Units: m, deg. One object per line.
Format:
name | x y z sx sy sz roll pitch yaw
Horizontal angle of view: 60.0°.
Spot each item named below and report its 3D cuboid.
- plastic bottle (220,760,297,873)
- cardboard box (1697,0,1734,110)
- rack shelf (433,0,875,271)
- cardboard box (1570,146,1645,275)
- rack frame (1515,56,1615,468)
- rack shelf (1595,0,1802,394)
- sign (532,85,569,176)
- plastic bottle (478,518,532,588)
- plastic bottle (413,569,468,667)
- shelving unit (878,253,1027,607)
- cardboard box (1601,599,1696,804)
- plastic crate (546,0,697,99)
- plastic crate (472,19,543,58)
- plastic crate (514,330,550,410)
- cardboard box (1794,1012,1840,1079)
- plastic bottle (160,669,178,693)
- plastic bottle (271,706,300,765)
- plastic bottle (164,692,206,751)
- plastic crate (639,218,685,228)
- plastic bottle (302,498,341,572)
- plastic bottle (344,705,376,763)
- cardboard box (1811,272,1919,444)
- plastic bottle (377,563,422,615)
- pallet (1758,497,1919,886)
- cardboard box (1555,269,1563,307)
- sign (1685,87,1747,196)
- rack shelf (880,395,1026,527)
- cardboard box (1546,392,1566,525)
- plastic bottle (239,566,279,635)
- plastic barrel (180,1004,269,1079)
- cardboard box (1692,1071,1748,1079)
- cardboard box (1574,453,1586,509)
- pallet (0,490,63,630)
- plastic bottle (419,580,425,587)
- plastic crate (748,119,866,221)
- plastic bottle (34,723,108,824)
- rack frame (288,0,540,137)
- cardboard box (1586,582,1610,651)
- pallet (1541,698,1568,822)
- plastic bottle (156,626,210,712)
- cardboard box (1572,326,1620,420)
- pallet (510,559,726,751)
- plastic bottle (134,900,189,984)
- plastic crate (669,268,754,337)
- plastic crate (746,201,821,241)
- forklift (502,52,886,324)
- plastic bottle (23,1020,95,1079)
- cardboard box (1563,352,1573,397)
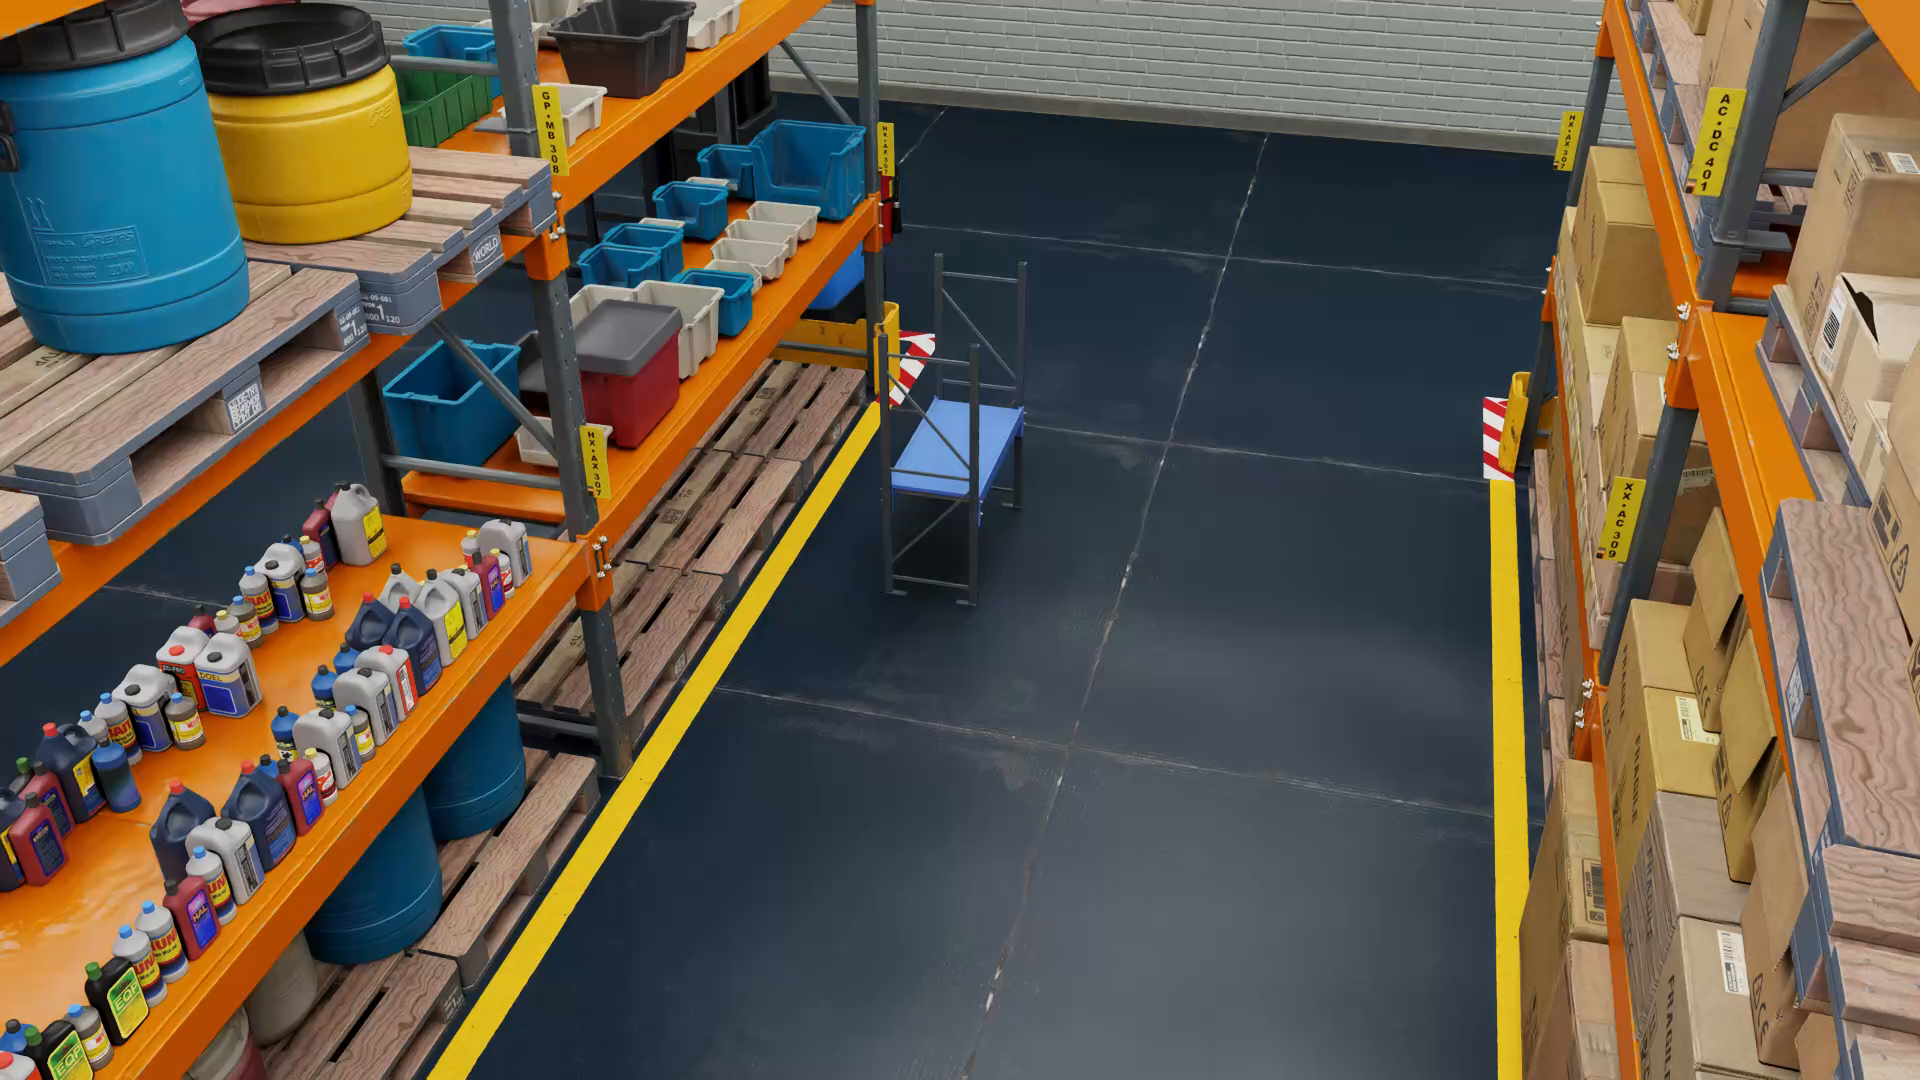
plastic bottle | -2.193 0.844 5.172 0.144 0.351 0.185 8 33 12
cardboard box | 3.076 -1.816 5.936 0.700 0.500 0.500 10 34 15
rack shelf | -1.489 -2.270 7.899 1.077 0.370 4.000 8 33 12
cardboard box | 3.300 -1.578 8.100 0.500 0.500 0.500 7 33 11
rack frame | 3.810 -1.671 9.083 1.000 3.000 0.127 8 33 12
rack shelf | 3.302 -1.595 6.838 1.077 0.370 4.000 8 33 12
sign | -1.465 -1.463 5.952 0.100 0.325 0.005 8 33 12
plastic bottle | -1.784 0.031 6.521 0.152 0.276 0.135 8 33 12
plastic bottle | -1.913 0.273 6.071 0.144 0.351 0.185 8 33 12
shelving unit | -0.022 -0.589 8.778 0.538 1.500 1.048 8 33 12
cardboard box | 2.436 0.567 5.469 0.500 0.500 0.500 8 33 13
plastic crate | -1.416 -2.088 7.064 0.497 0.269 0.590 8 33 12
plastic crate | -2.042 -2.136 7.264 0.293 0.136 0.466 8 33 12
plastic crate | -1.972 -0.796 7.907 0.437 0.125 0.590 8 33 12
cardboard box | 2.149 1.300 3.381 0.797 0.503 0.637 9 33 13
plastic bottle | -2.773 0.539 5.791 0.097 0.201 0.097 0 32 0
plastic bottle | -2.223 0.667 5.524 0.097 0.271 0.097 0 32 0
plastic bottle | -2.651 0.611 5.679 0.097 0.201 0.097 0 32 0
plastic crate | -1.696 -1.669 9.269 0.250 0.136 0.298 8 33 12
plastic bottle | -2.536 -0.019 6.593 0.061 0.283 0.133 8 33 12
plastic bottle | -2.042 0.648 5.620 0.097 0.201 0.097 0 32 0
cardboard box | 2.429 -0.444 4.048 0.500 0.311 0.500 7 33 11
plastic bottle | -2.053 0.253 6.102 0.144 0.351 0.185 8 33 12
pallet | 2.172 0.372 3.249 1.003 0.211 1.213 10 34 15
cardboard box | 3.337 -1.292 8.721 0.380 0.149 0.250 8 33 12
sign | 2.257 -1.188 4.970 0.100 0.325 0.005 8 33 12
rack shelf | -0.022 -0.437 8.875 0.538 0.185 1.000 8 33 12
cardboard box | 3.725 -0.609 9.000 0.875 0.875 0.875 8 33 12
plastic bottle | -2.631 0.219 6.229 0.097 0.271 0.097 0 32 0
plastic barrel | -2.617 1.804 5.472 0.600 0.588 0.708 8 33 12
cardboard box | 1.926 1.621 3.812 0.500 0.500 0.500 7 33 11
cardboard box | 2.816 -0.226 7.044 0.380 0.149 0.250 9 33 13
pallet | -2.723 0.236 3.462 1.003 0.211 1.213 8 33 12
plastic bottle | -2.002 0.245 6.254 0.097 0.201 0.097 0 32 0
plastic crate | -0.886 -2.186 9.804 0.616 0.435 0.499 8 33 12
plastic bottle | -2.870 0.724 5.362 0.144 0.351 0.185 8 33 12
rack frame | -1.996 -2.801 5.269 1.000 3.000 0.127 8 33 12
cardboard box | 2.555 0.308 6.204 0.380 0.149 0.250 8 33 13
pallet | 3.063 1.198 7.170 1.003 0.211 1.213 8 33 12
plastic bottle | -2.717 0.452 5.859 0.152 0.276 0.135 8 33 12
cardboard box | 3.043 -0.719 7.447 0.500 0.250 0.500 7 33 11
pallet | -1.847 0.520 8.235 1.003 0.211 1.213 8 33 12
plastic bottle | -2.299 1.144 4.775 0.097 0.271 0.097 0 32 0
plastic crate | -1.254 -1.199 8.441 0.416 0.233 0.300 8 33 12
plastic crate | -1.013 -1.812 9.494 0.396 0.136 0.243 8 33 12
forklift | -2.106 -3.030 11.284 3.031 2.935 1.130 11 34 17
plastic bottle | -2.393 1.371 4.406 0.061 0.283 0.133 8 33 12
cardboard box | 3.076 -0.758 7.881 0.380 0.149 0.250 8 33 12
